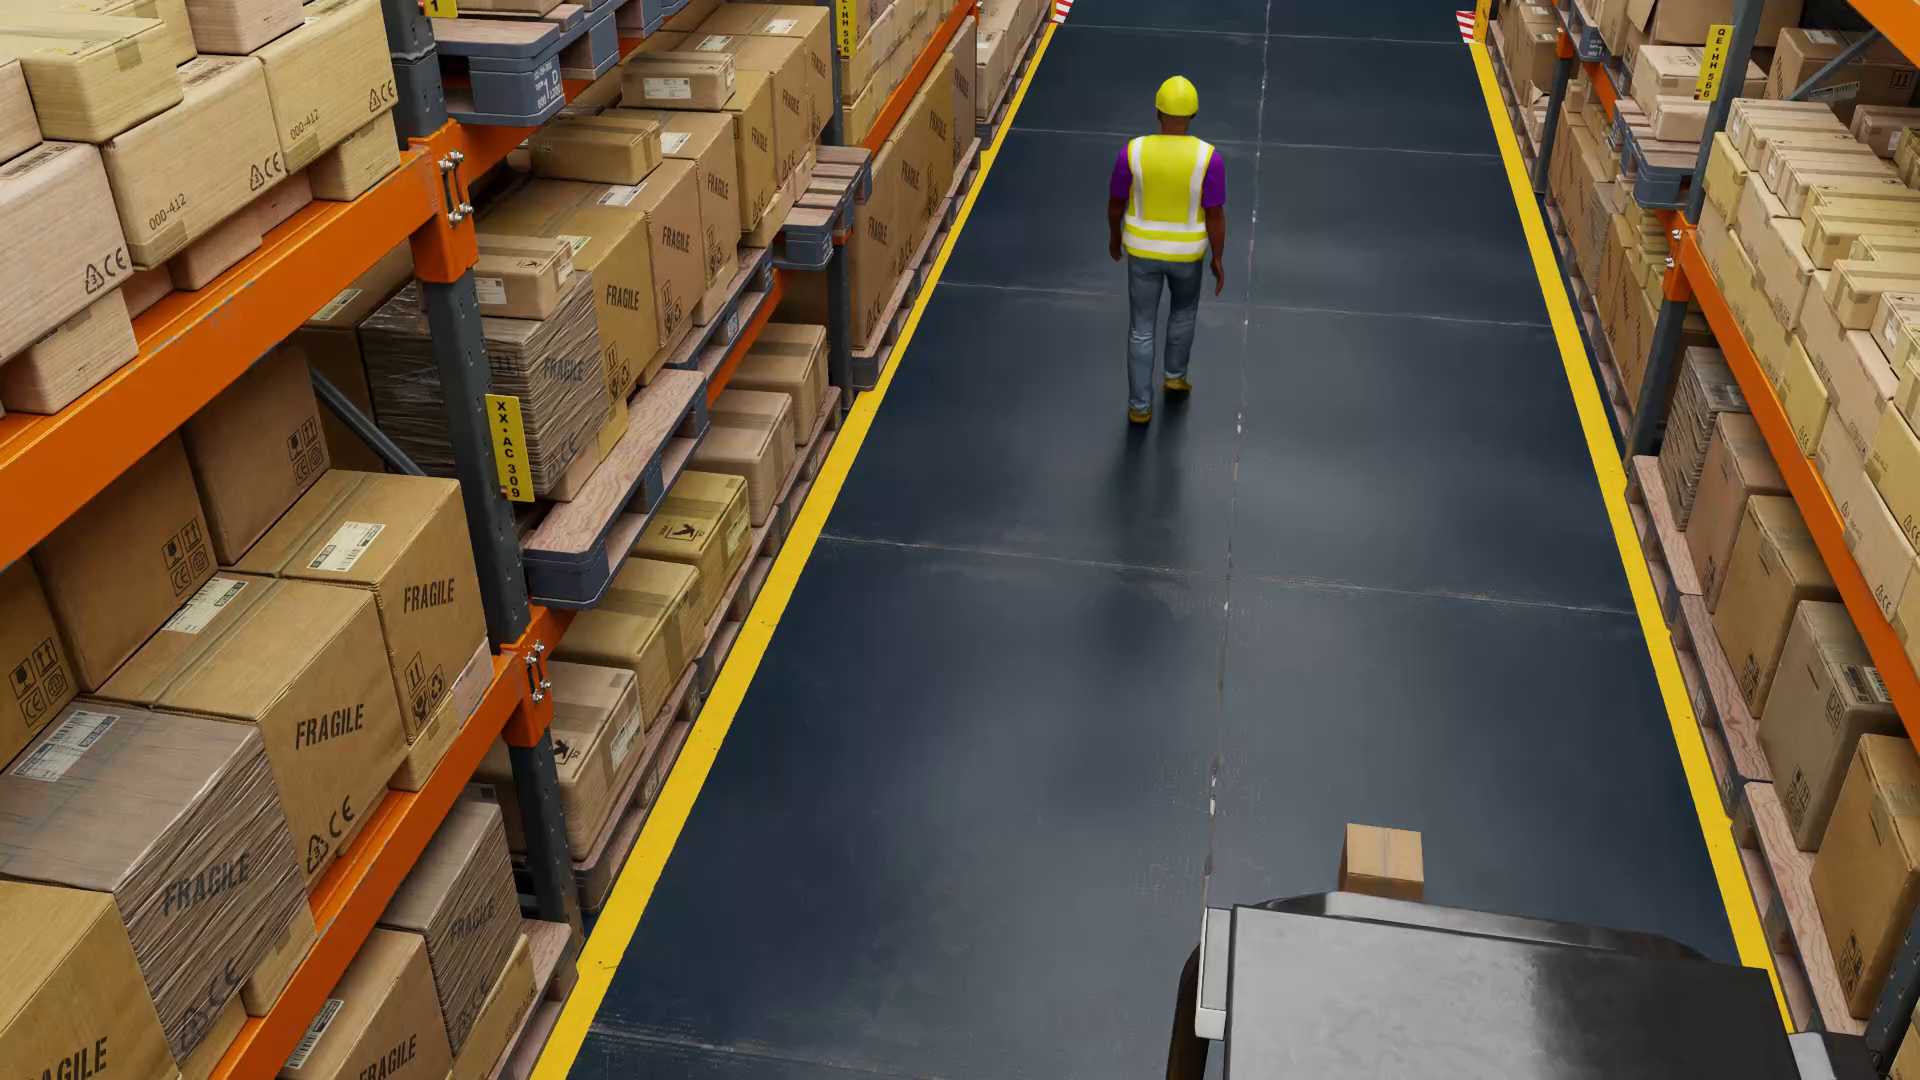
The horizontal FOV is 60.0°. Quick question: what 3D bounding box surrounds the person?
[{"bbox_3d":[1.046,-1.461,8.466,0.607,1.828,0.654,4,32,6],"label":"person"}]
